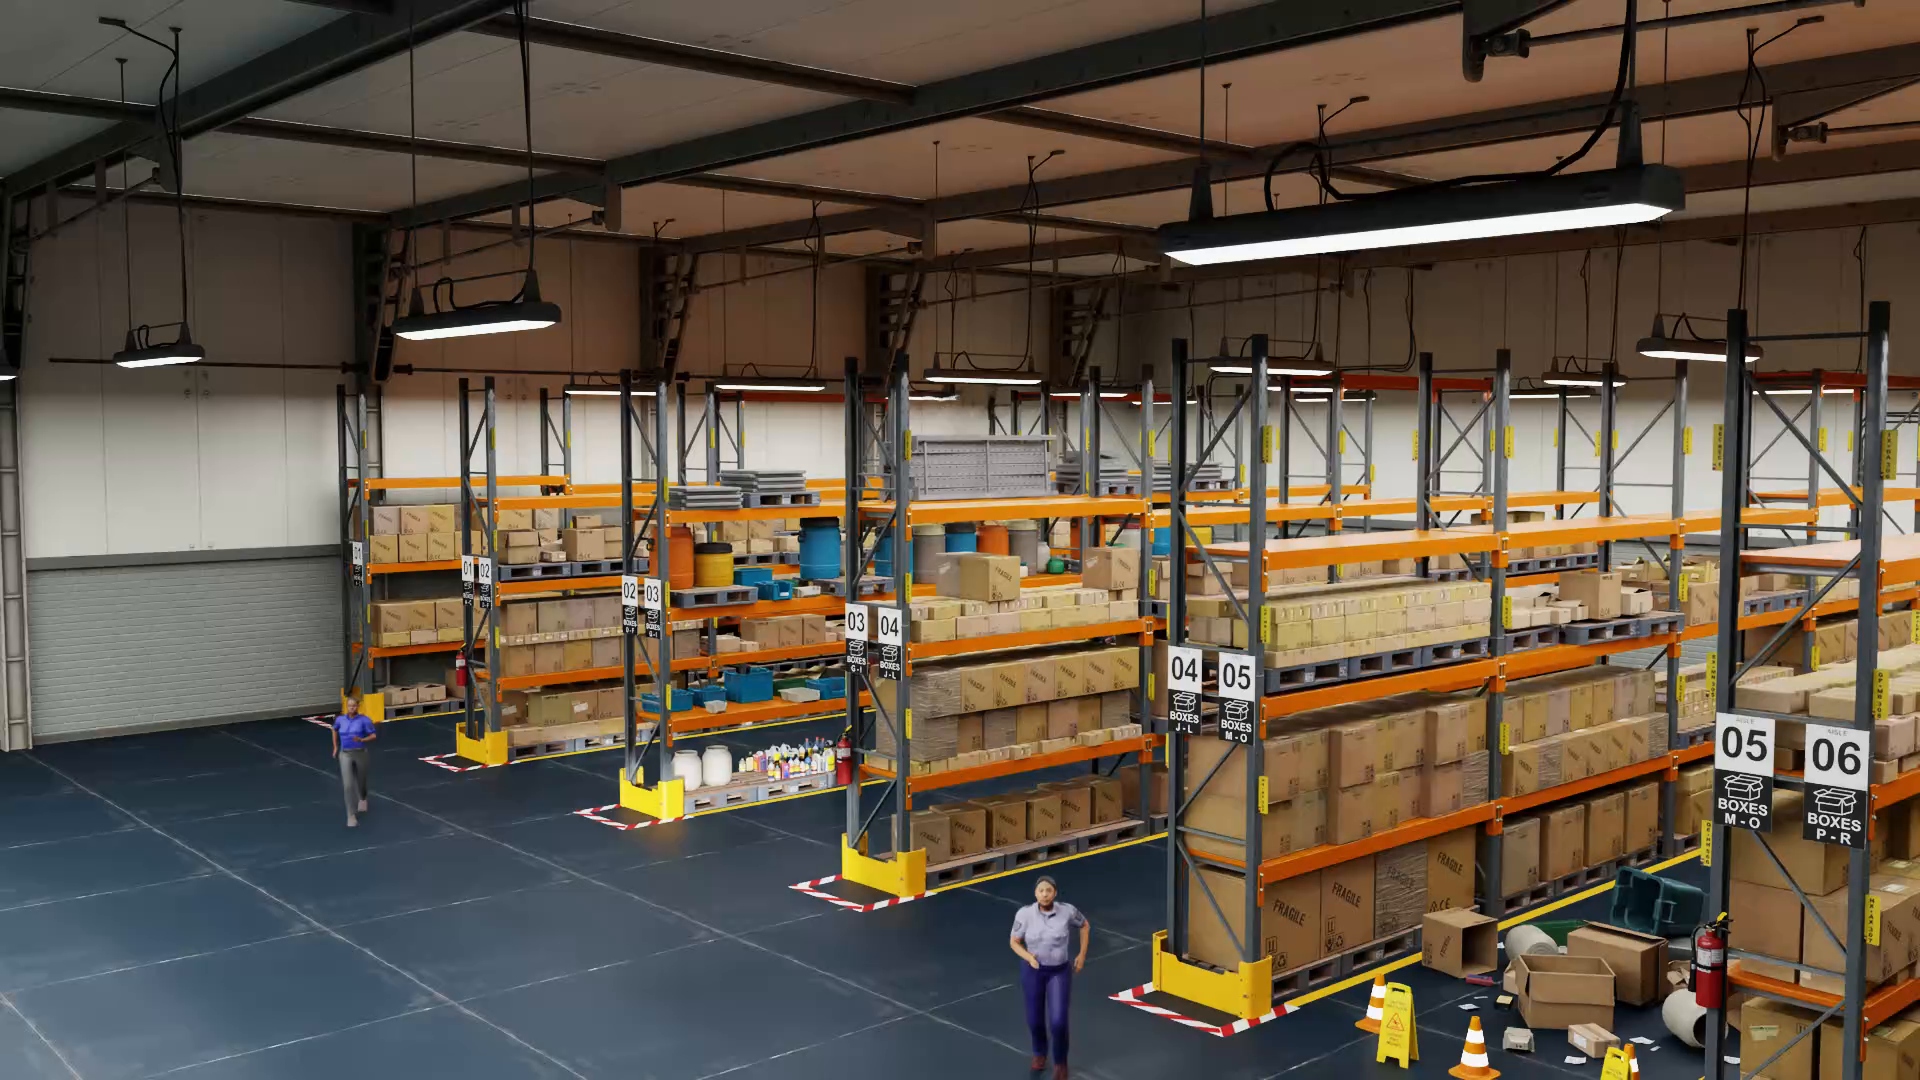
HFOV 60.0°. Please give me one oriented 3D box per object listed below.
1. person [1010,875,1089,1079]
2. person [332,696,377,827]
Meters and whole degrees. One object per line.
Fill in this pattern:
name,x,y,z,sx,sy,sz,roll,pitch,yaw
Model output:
person,0.704,3.498,13.215,0.621,1.659,0.677,0,4,7
person,-7.990,2.872,21.941,0.574,1.646,0.939,-1,4,-15
